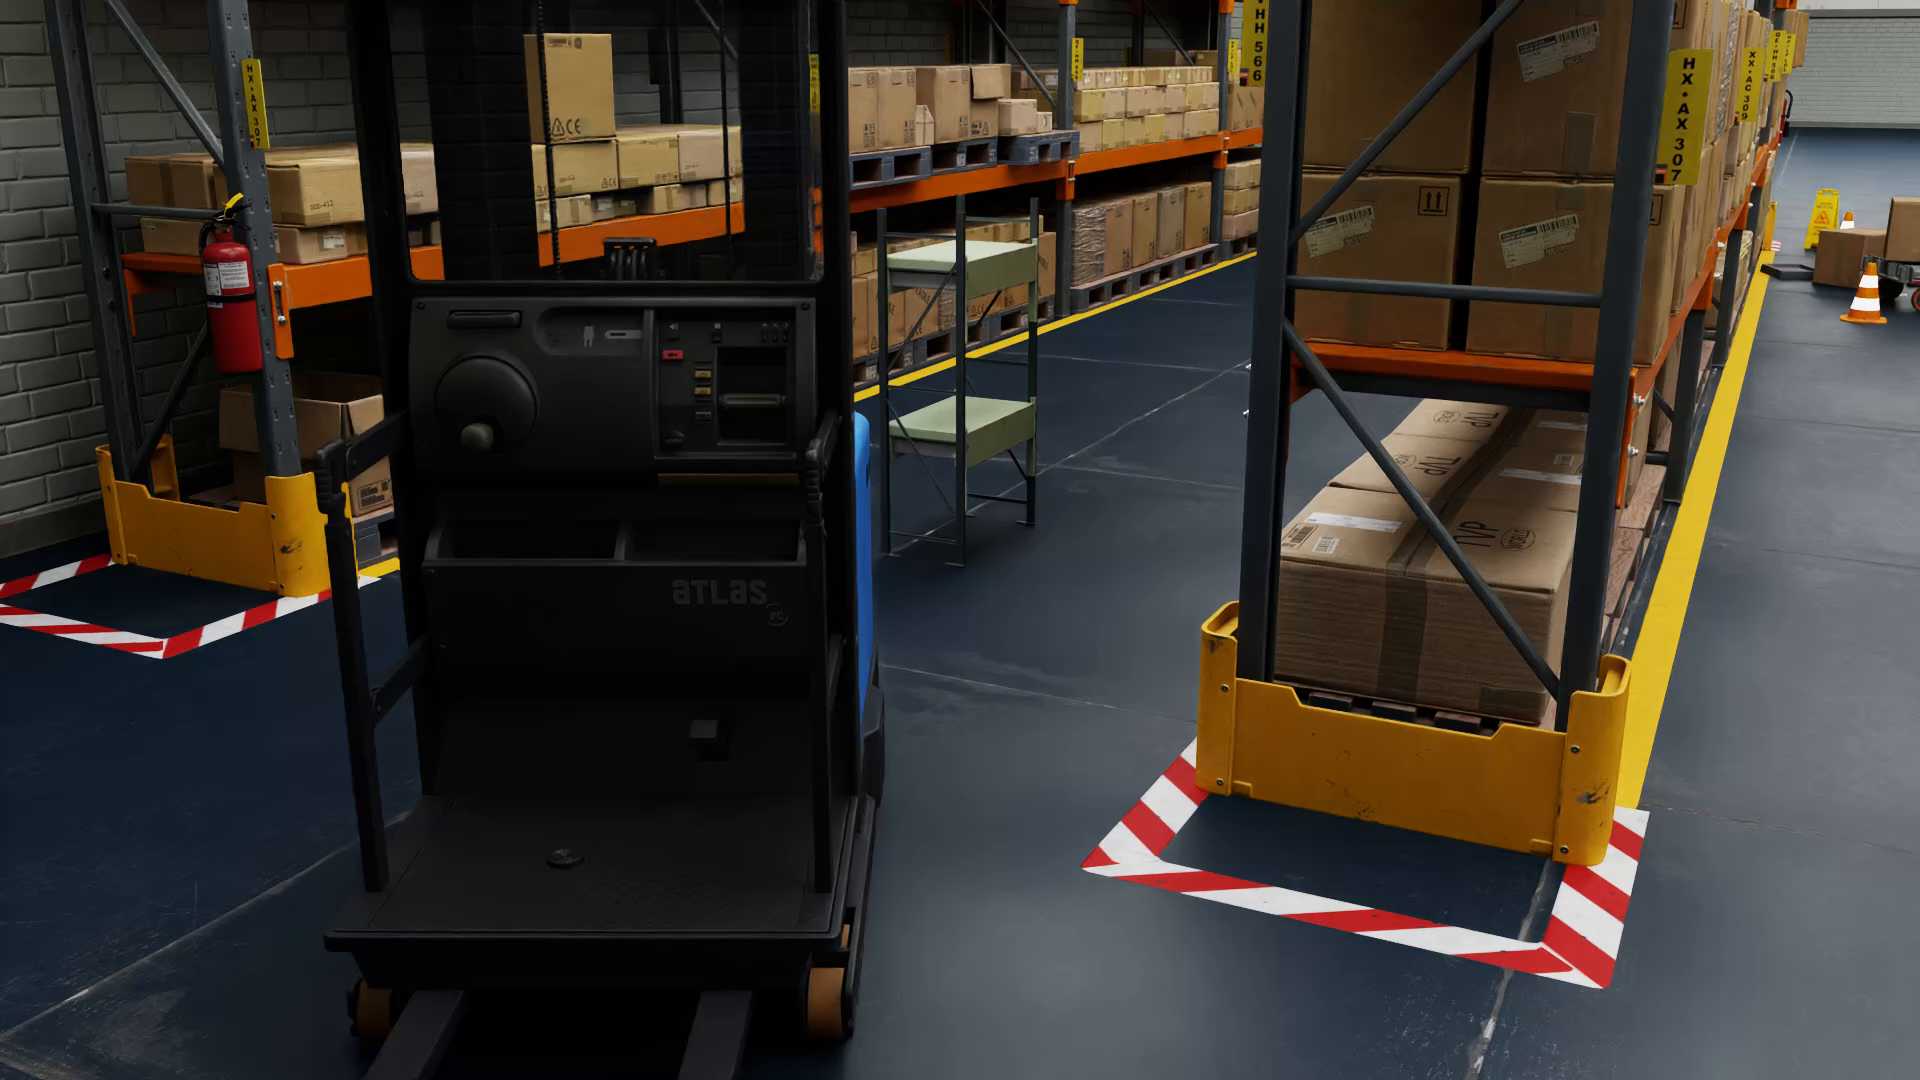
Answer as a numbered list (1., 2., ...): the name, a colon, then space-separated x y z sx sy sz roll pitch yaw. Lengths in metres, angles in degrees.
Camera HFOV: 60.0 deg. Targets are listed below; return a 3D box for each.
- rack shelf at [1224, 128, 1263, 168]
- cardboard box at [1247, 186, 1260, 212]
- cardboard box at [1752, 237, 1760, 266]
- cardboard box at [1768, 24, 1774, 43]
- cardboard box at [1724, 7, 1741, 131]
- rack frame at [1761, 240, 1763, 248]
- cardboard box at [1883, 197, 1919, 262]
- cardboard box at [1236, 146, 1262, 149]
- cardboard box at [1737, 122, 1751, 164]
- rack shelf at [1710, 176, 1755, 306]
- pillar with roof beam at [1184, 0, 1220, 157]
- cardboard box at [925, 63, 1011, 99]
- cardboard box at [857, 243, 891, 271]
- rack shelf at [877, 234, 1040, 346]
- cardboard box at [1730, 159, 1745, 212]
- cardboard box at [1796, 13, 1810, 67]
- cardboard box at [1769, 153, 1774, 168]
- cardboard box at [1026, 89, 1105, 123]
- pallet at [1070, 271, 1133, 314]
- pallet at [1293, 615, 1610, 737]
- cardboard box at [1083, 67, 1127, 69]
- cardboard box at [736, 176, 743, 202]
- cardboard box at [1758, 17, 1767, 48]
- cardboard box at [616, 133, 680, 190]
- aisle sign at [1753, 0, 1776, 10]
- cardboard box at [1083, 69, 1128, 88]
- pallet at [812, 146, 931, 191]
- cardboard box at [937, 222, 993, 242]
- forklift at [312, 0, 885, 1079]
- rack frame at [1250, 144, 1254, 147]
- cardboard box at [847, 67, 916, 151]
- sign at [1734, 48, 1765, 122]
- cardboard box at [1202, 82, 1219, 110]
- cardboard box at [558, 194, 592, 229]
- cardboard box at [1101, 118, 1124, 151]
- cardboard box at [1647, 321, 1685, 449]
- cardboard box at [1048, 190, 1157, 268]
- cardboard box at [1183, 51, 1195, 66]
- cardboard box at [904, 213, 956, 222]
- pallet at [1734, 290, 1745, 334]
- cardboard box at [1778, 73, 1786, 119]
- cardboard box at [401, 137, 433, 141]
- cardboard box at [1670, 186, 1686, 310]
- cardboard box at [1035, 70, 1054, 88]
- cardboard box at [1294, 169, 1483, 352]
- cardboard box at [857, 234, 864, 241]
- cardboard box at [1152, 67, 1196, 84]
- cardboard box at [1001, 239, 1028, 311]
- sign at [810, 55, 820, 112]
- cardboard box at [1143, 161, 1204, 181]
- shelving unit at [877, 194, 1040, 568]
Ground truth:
1. rack shelf: 3.113 -4.518 18.730 1.077 0.370 4.000 8 18 25
2. cardboard box: 2.935 -3.688 17.888 0.500 0.250 0.500 8 18 25
3. cardboard box: 7.167 -2.722 15.511 0.500 0.250 0.500 7 18 23
4. cardboard box: 6.260 -4.029 13.246 0.380 0.149 0.250 7 18 23
5. cardboard box: 2.889 -1.928 6.817 0.500 0.500 0.500 8 18 25
6. rack frame: 8.449 -4.741 18.219 1.000 3.000 0.127 8 18 25
7. cardboard box: 8.267 -2.668 14.300 0.500 0.500 0.500 8 18 25
8. cardboard box: 3.623 -4.636 20.201 0.500 0.250 0.500 8 18 25
9. cardboard box: 3.993 -2.190 9.016 0.500 0.250 0.500 8 18 26
10. rack shelf: 3.981 -1.849 9.746 1.077 0.370 4.000 8 18 25
11. pillar with roof beam: 6.741 -7.637 17.433 9.100 9.000 0.400 8 18 25
12. cardboard box: 0.062 -3.472 13.033 0.500 0.500 0.500 9 19 28
13. cardboard box: -0.688 -1.906 11.185 0.380 0.149 0.250 8 18 24
14. rack shelf: 0.003 -1.095 7.205 0.431 0.370 0.720 8 18 25
15. cardboard box: 3.993 -1.952 9.091 0.500 0.250 0.500 8 18 25
16. cardboard box: 8.047 -4.982 16.577 0.700 0.500 0.500 8 18 25
17. cardboard box: 7.986 -3.825 16.770 0.380 0.149 0.250 9 19 28
18. cardboard box: 0.871 -3.581 13.697 0.500 0.250 0.500 8 18 25
19. pallet: 0.835 -2.202 14.568 1.003 0.211 1.213 8 18 25
20. pallet: 1.587 0.457 5.614 1.003 0.211 1.213 8 18 25
21. cardboard box: 1.362 -4.397 15.744 0.380 0.149 0.250 8 18 25
22. cardboard box: -1.369 -2.012 9.473 0.380 0.149 0.250 9 19 27
23. cardboard box: 4.427 -2.808 9.780 0.500 0.500 0.500 8 18 25
24. cardboard box: -1.810 -1.970 8.631 0.500 0.250 0.500 8 18 25
25. aisle sign: 8.736 -5.966 17.778 0.394 0.787 0.004 8 18 25
26. cardboard box: 1.239 -4.010 14.441 0.380 0.149 0.250 8 18 26
27. pallet: -0.901 -2.413 10.717 1.003 0.211 1.213 8 18 25
28. cardboard box: 0.028 -2.294 12.492 0.380 0.149 0.250 9 19 27
29. forklift: -0.794 -0.368 3.615 1.130 2.935 3.031 0 17 0
30. rack frame: 4.007 -5.372 20.342 1.000 3.000 0.127 8 18 25
31. cardboard box: -0.708 -2.791 10.740 0.700 0.500 0.500 8 18 26
32. sign: 3.584 -2.067 7.557 0.100 0.325 0.005 8 18 25
33. cardboard box: 2.229 -4.363 16.332 0.500 0.250 0.500 8 18 24
34. cardboard box: -2.031 -1.616 8.139 0.380 0.149 0.250 9 19 27
35. cardboard box: 1.078 -3.472 14.208 0.500 0.250 0.500 8 18 24
36. cardboard box: 3.292 -1.036 8.737 0.875 0.875 0.875 9 19 27
37. cardboard box: 1.309 -2.893 15.430 0.875 0.625 0.625 7 18 23
38. cardboard box: 2.241 -5.033 17.364 0.380 0.149 0.250 8 18 24
39. cardboard box: -0.222 -2.491 13.155 0.380 0.149 0.250 9 19 27
40. pallet: 5.771 -1.875 13.468 1.003 0.211 1.213 8 18 25
41. cardboard box: 7.998 -4.505 16.724 0.500 0.500 0.500 8 18 25
42. cardboard box: -2.484 -1.908 8.421 0.500 0.250 0.500 8 18 25
43. cardboard box: 1.972 -0.932 5.218 0.500 0.500 0.500 8 18 25
44. cardboard box: 0.584 -3.941 14.209 0.380 0.149 0.250 8 18 25
45. cardboard box: 1.278 -0.870 5.011 0.500 0.500 0.500 8 18 26
46. cardboard box: -0.909 -2.095 11.823 0.380 0.149 0.250 8 18 26
47. cardboard box: 2.011 -4.389 15.719 0.380 0.149 0.250 7 18 24
48. cardboard box: 0.202 -2.076 12.898 0.500 0.500 0.500 8 18 25
49. sign: -0.866 -2.663 9.702 0.100 0.325 0.005 8 18 25
50. cardboard box: 2.266 -3.866 17.606 0.500 0.250 0.500 9 19 26
51. shelving unit: 0.003 -0.721 7.317 0.431 1.500 0.755 8 18 25
